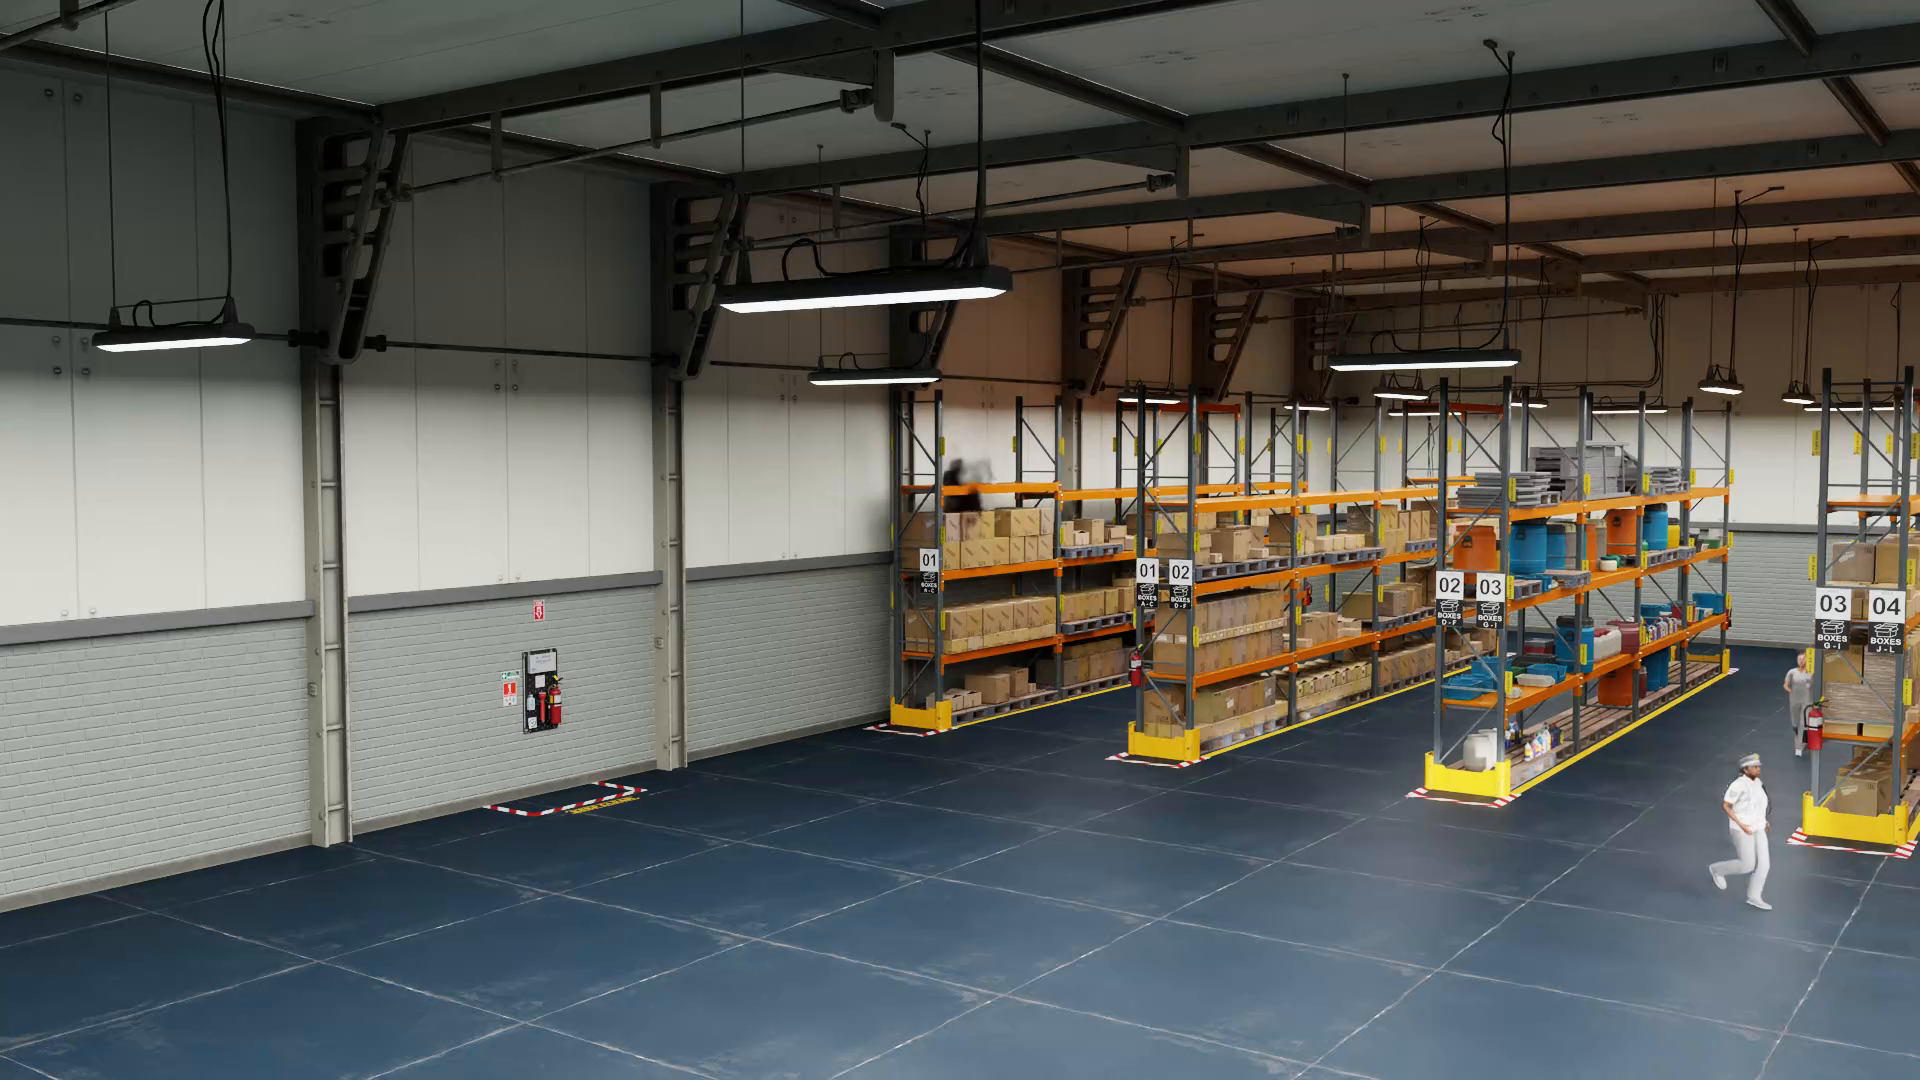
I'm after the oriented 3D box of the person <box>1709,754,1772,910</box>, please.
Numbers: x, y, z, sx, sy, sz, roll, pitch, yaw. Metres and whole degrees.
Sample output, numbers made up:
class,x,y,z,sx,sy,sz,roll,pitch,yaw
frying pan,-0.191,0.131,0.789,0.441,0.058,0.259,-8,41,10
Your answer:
class,x,y,z,sx,sy,sz,roll,pitch,yaw
person,8.594,3.156,18.219,0.597,1.677,0.708,-2,4,-27

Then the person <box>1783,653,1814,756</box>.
class,x,y,z,sx,sy,sz,roll,pitch,yaw
person,13.720,2.650,27.076,0.584,1.633,0.970,2,4,32
